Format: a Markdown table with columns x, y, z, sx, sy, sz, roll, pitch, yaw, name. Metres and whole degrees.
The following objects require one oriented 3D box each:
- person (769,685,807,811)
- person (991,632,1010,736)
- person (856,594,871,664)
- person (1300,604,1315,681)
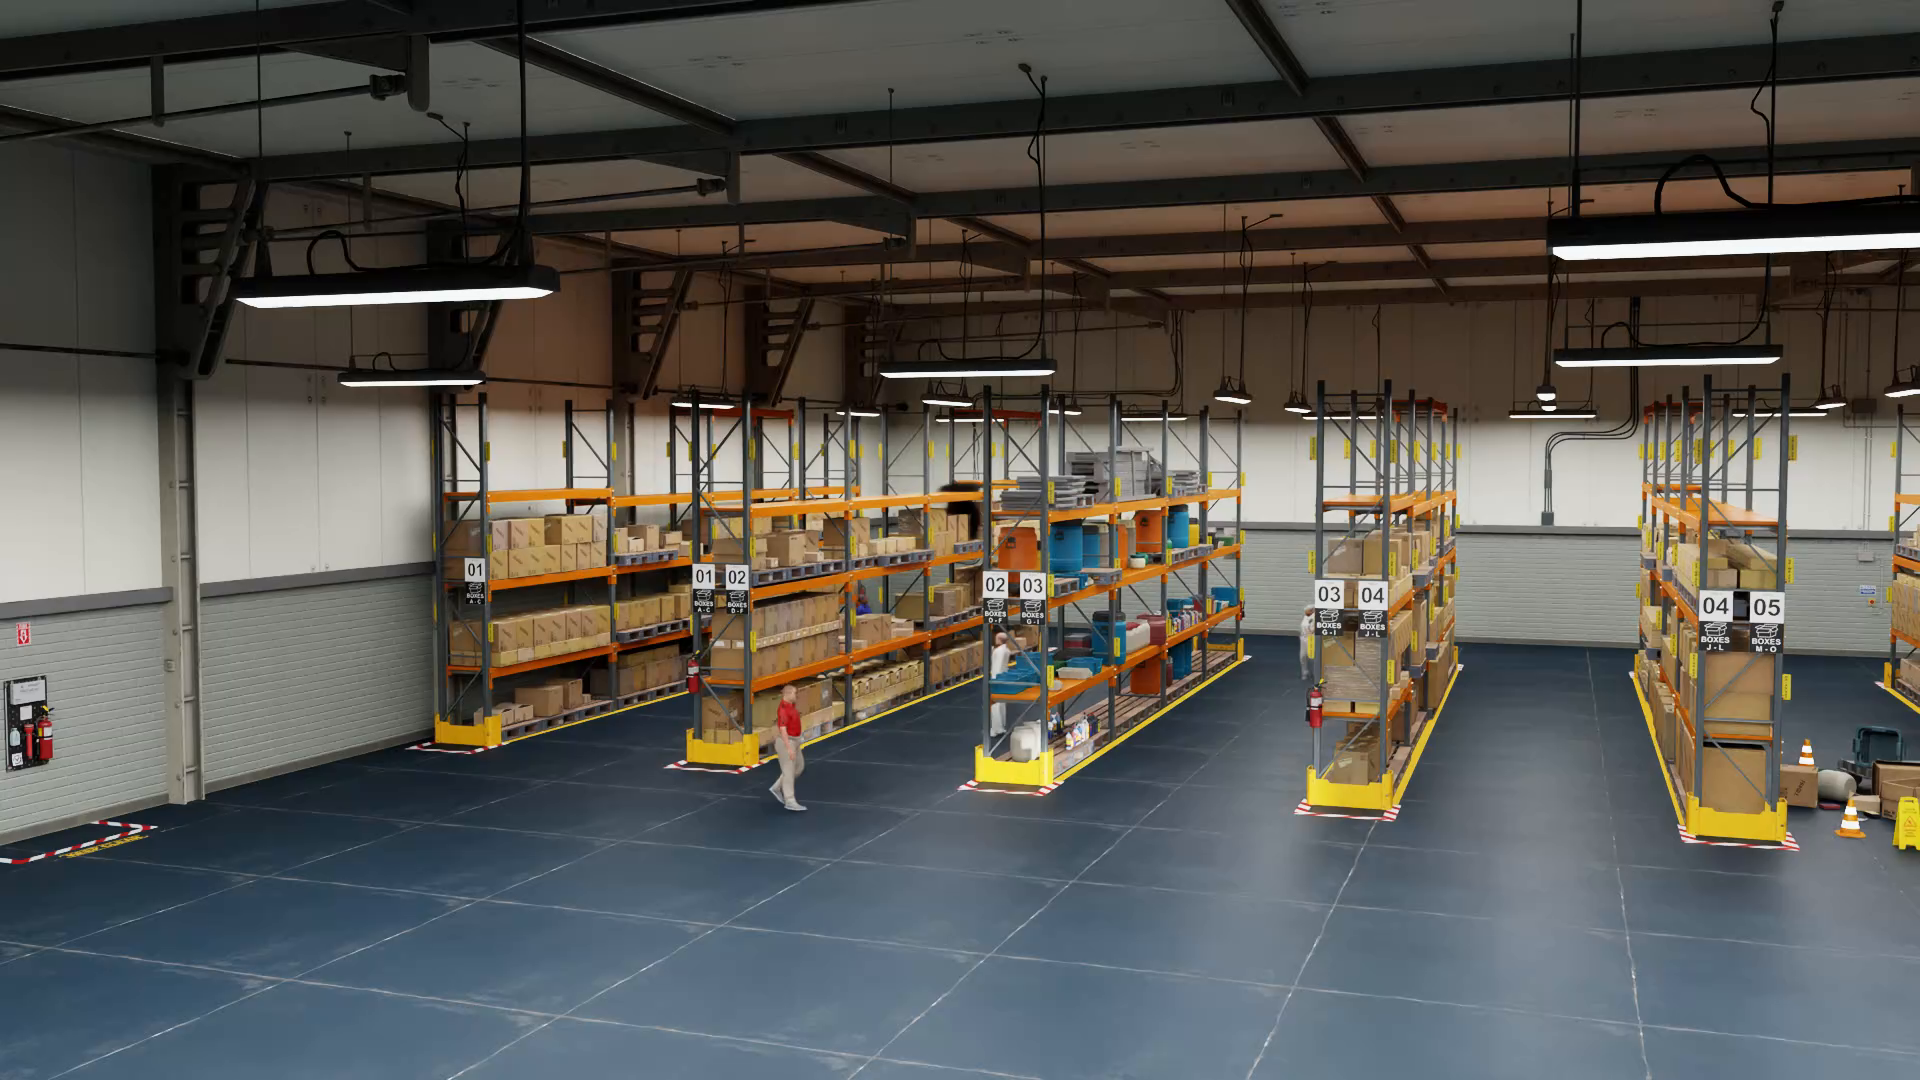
| x | y | z | sx | sy | sz | roll | pitch | yaw | name |
| --- | --- | --- | --- | --- | --- | --- | --- | --- | --- |
| -2.402 | 2.894 | 23.329 | 0.592 | 1.729 | 0.654 | 0 | 3 | 8 | person |
| 0.654 | 2.554 | 29.480 | 0.400 | 1.828 | 0.657 | 1 | 3 | 19 | person |
| -2.141 | 2.035 | 37.332 | 0.328 | 1.661 | 0.504 | 3 | 4 | 40 | person |
| 7.767 | 2.259 | 36.629 | 0.537 | 1.697 | 0.746 | 1 | 3 | 23 | person |
